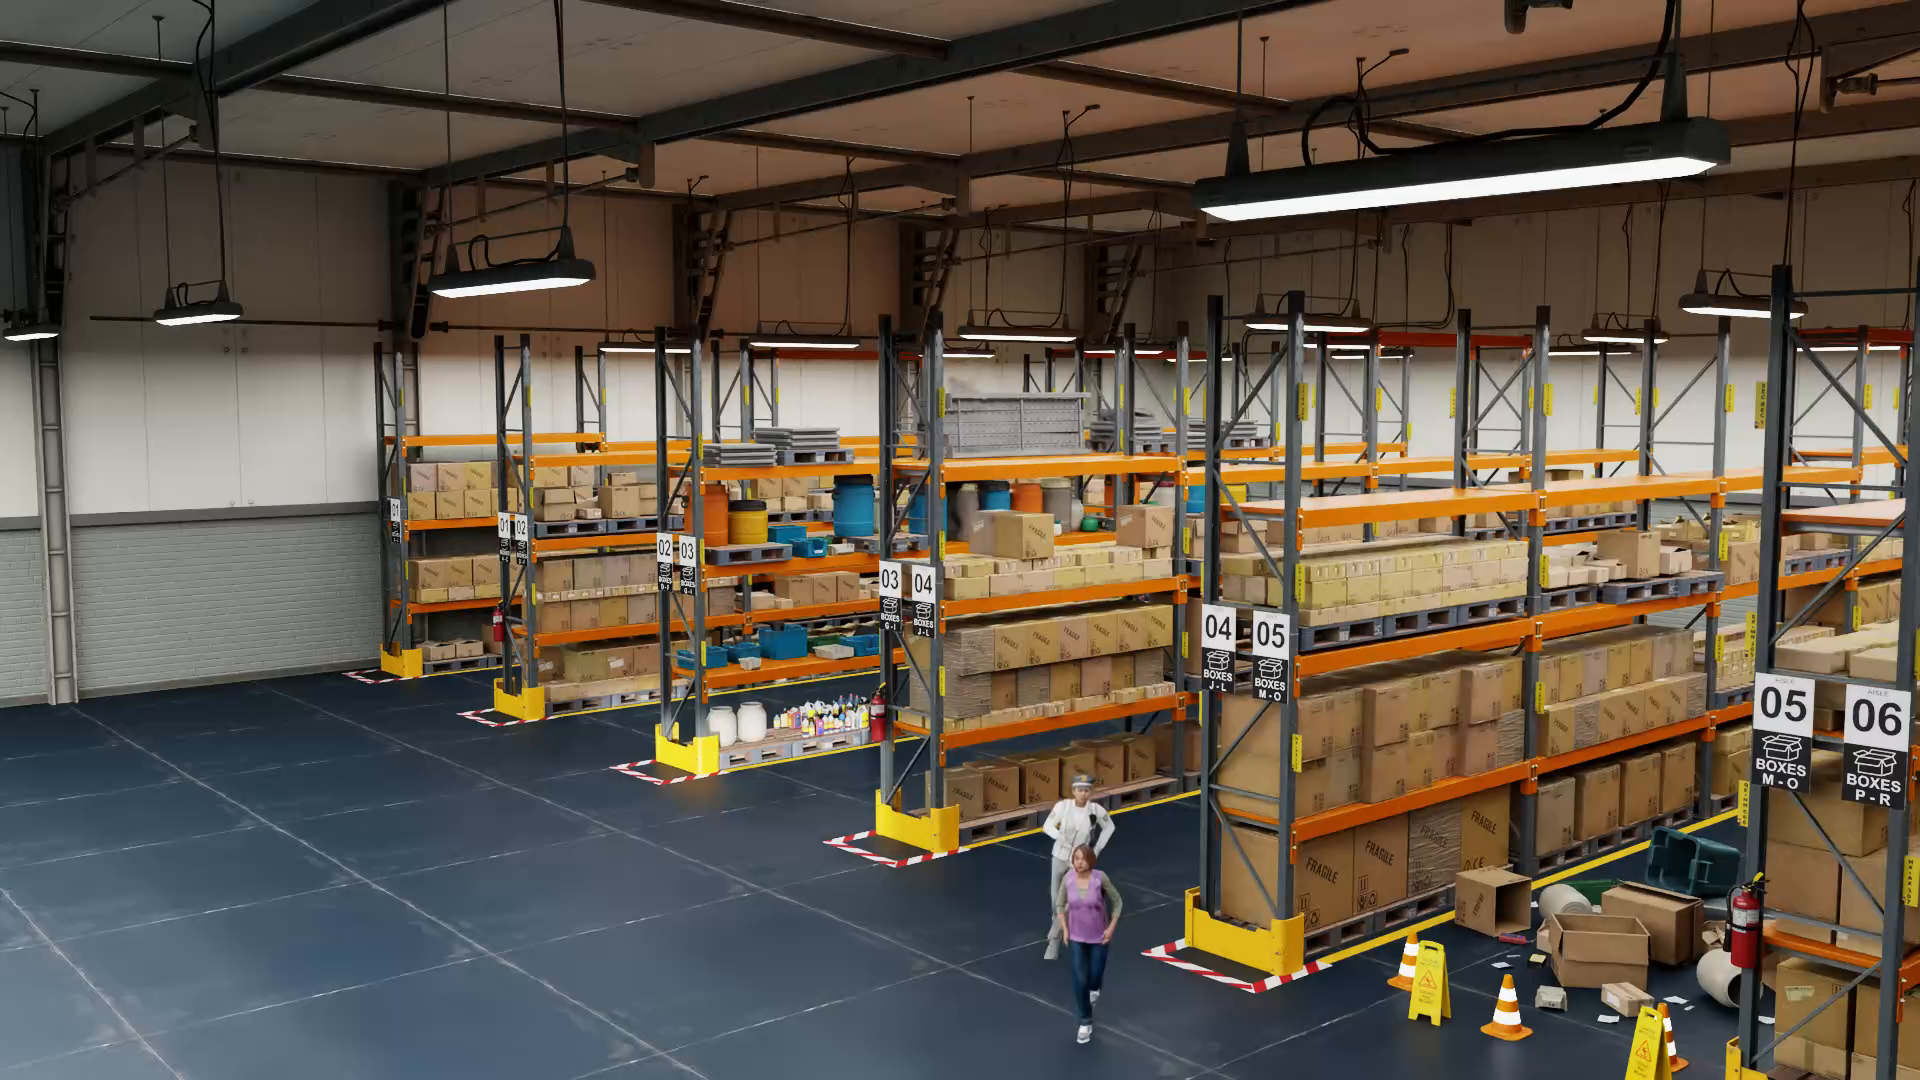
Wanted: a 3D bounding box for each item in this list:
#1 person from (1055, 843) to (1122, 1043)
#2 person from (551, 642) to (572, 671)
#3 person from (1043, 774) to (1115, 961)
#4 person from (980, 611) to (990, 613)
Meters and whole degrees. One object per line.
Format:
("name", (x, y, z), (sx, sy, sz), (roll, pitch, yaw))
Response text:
("person", (1.036, 3.192, 13.346), (0.544, 1.560, 0.608), (1, 5, 14))
("person", (-6.802, 1.739, 28.545), (0.580, 1.654, 0.700), (5, 7, 43))
("person", (1.070, 2.958, 15.229), (0.623, 1.712, 0.705), (2, 5, 17))
("person", (0.633, 1.318, 29.664), (0.667, 1.752, 0.683), (-5, 7, -44))
